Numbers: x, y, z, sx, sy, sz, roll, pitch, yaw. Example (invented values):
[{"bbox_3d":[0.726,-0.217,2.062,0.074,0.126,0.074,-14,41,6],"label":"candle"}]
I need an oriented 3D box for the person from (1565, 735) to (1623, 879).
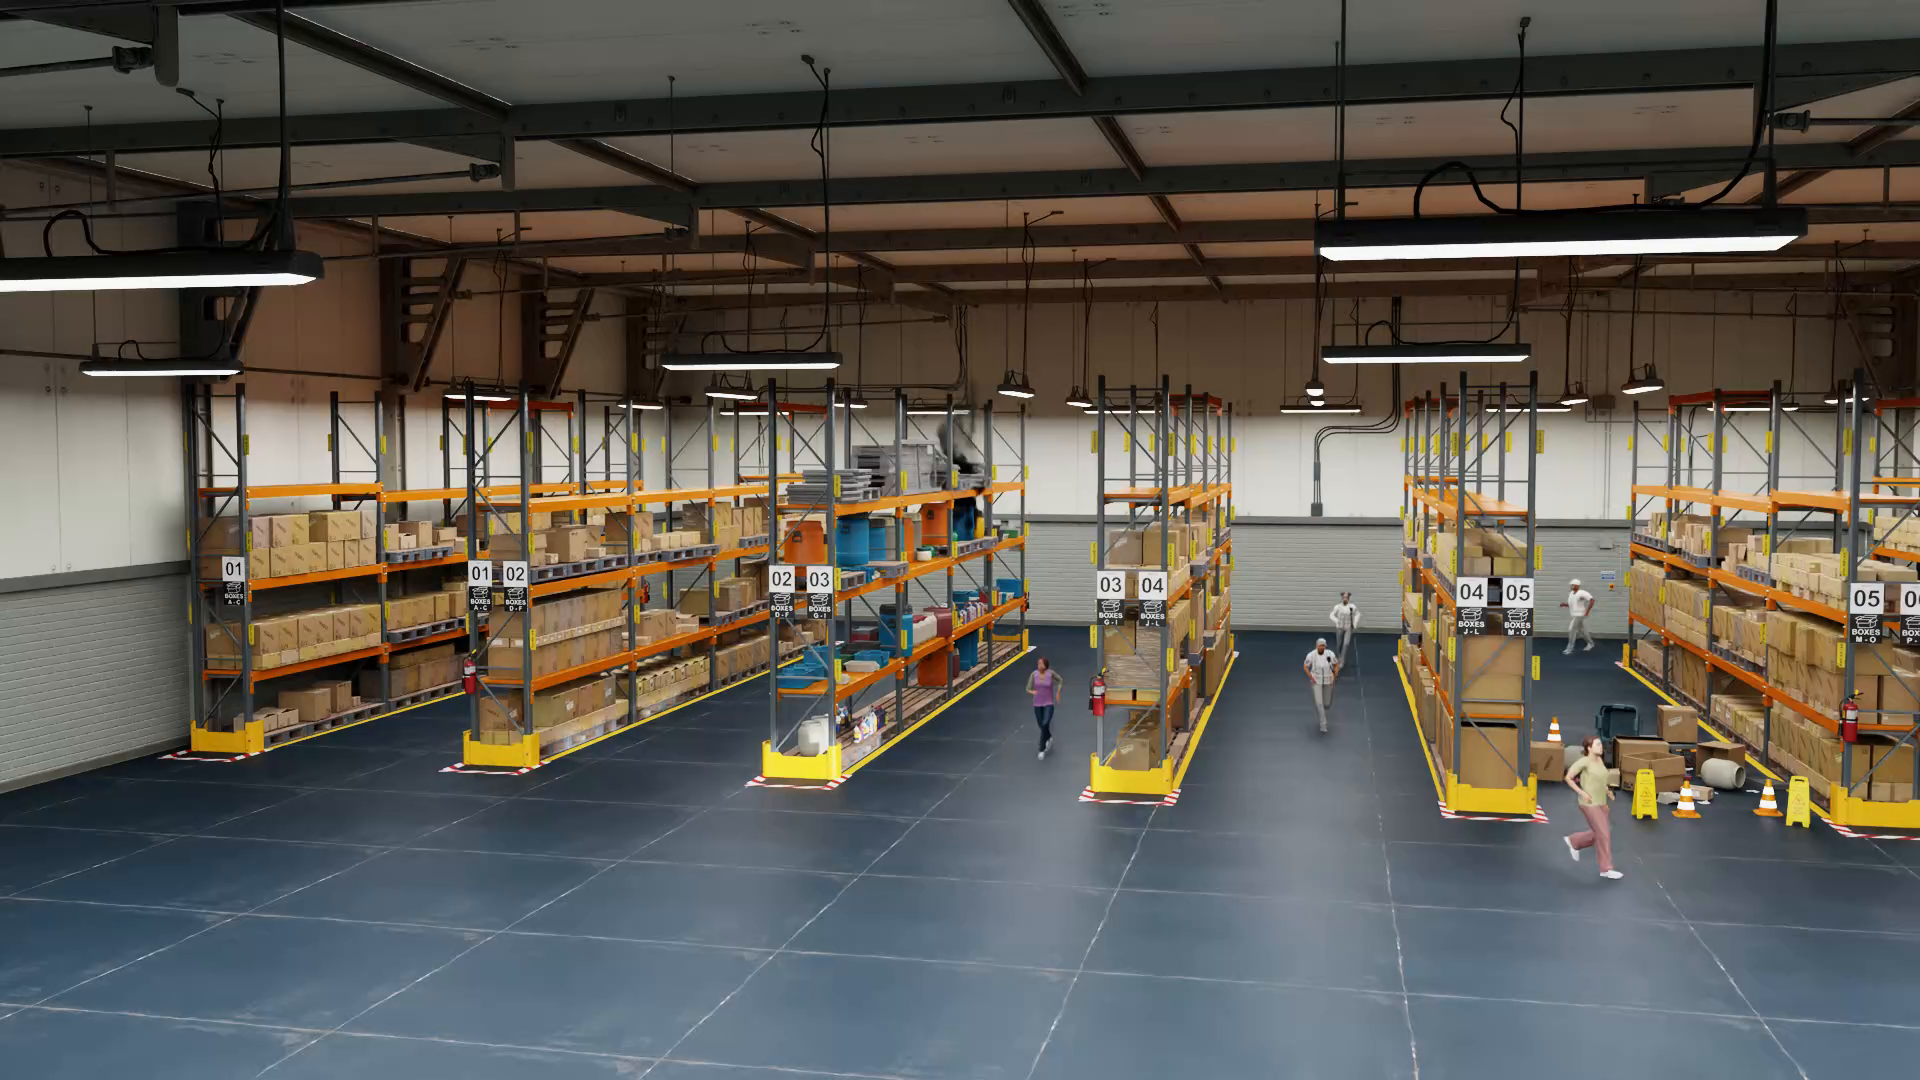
[{"bbox_3d":[7.344,3.082,19.342,0.608,1.642,0.793,-2,4,-36],"label":"person"}]

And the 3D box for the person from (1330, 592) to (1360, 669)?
[{"bbox_3d":[8.659,2.007,37.466,0.648,1.699,0.941,1,3,20],"label":"person"}]

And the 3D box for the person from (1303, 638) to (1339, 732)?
[{"bbox_3d":[6.378,2.540,29.411,0.621,1.651,0.781,0,3,2],"label":"person"}]

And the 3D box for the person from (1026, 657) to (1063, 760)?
[{"bbox_3d":[1.354,2.691,26.746,0.562,1.656,0.789,1,3,14],"label":"person"}]

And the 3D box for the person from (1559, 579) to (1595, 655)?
[{"bbox_3d":[14.820,1.833,39.847,0.890,1.796,0.640,0,3,-3],"label":"person"}]
